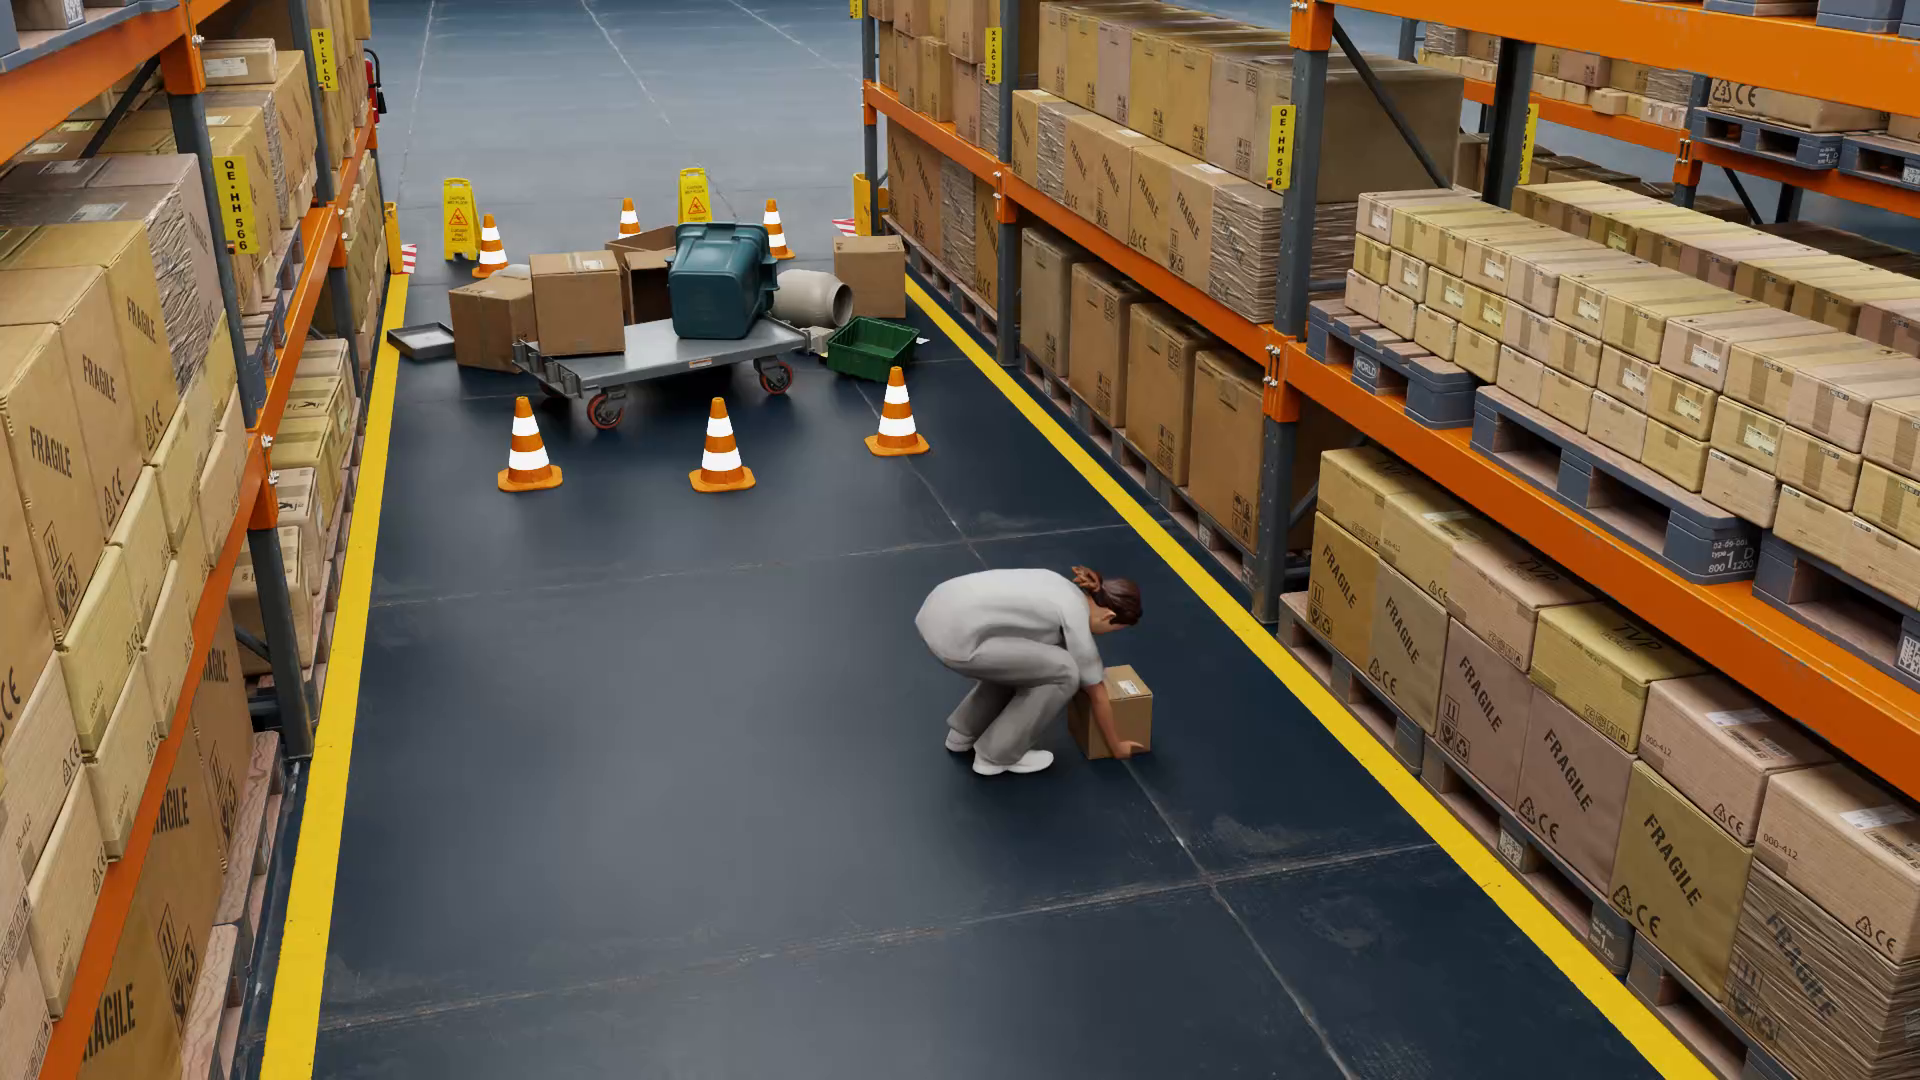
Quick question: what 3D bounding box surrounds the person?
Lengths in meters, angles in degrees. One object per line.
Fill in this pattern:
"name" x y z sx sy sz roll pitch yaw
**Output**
"person" 0.266 0.471 6.203 0.867 0.774 0.459 -7 24 -16
